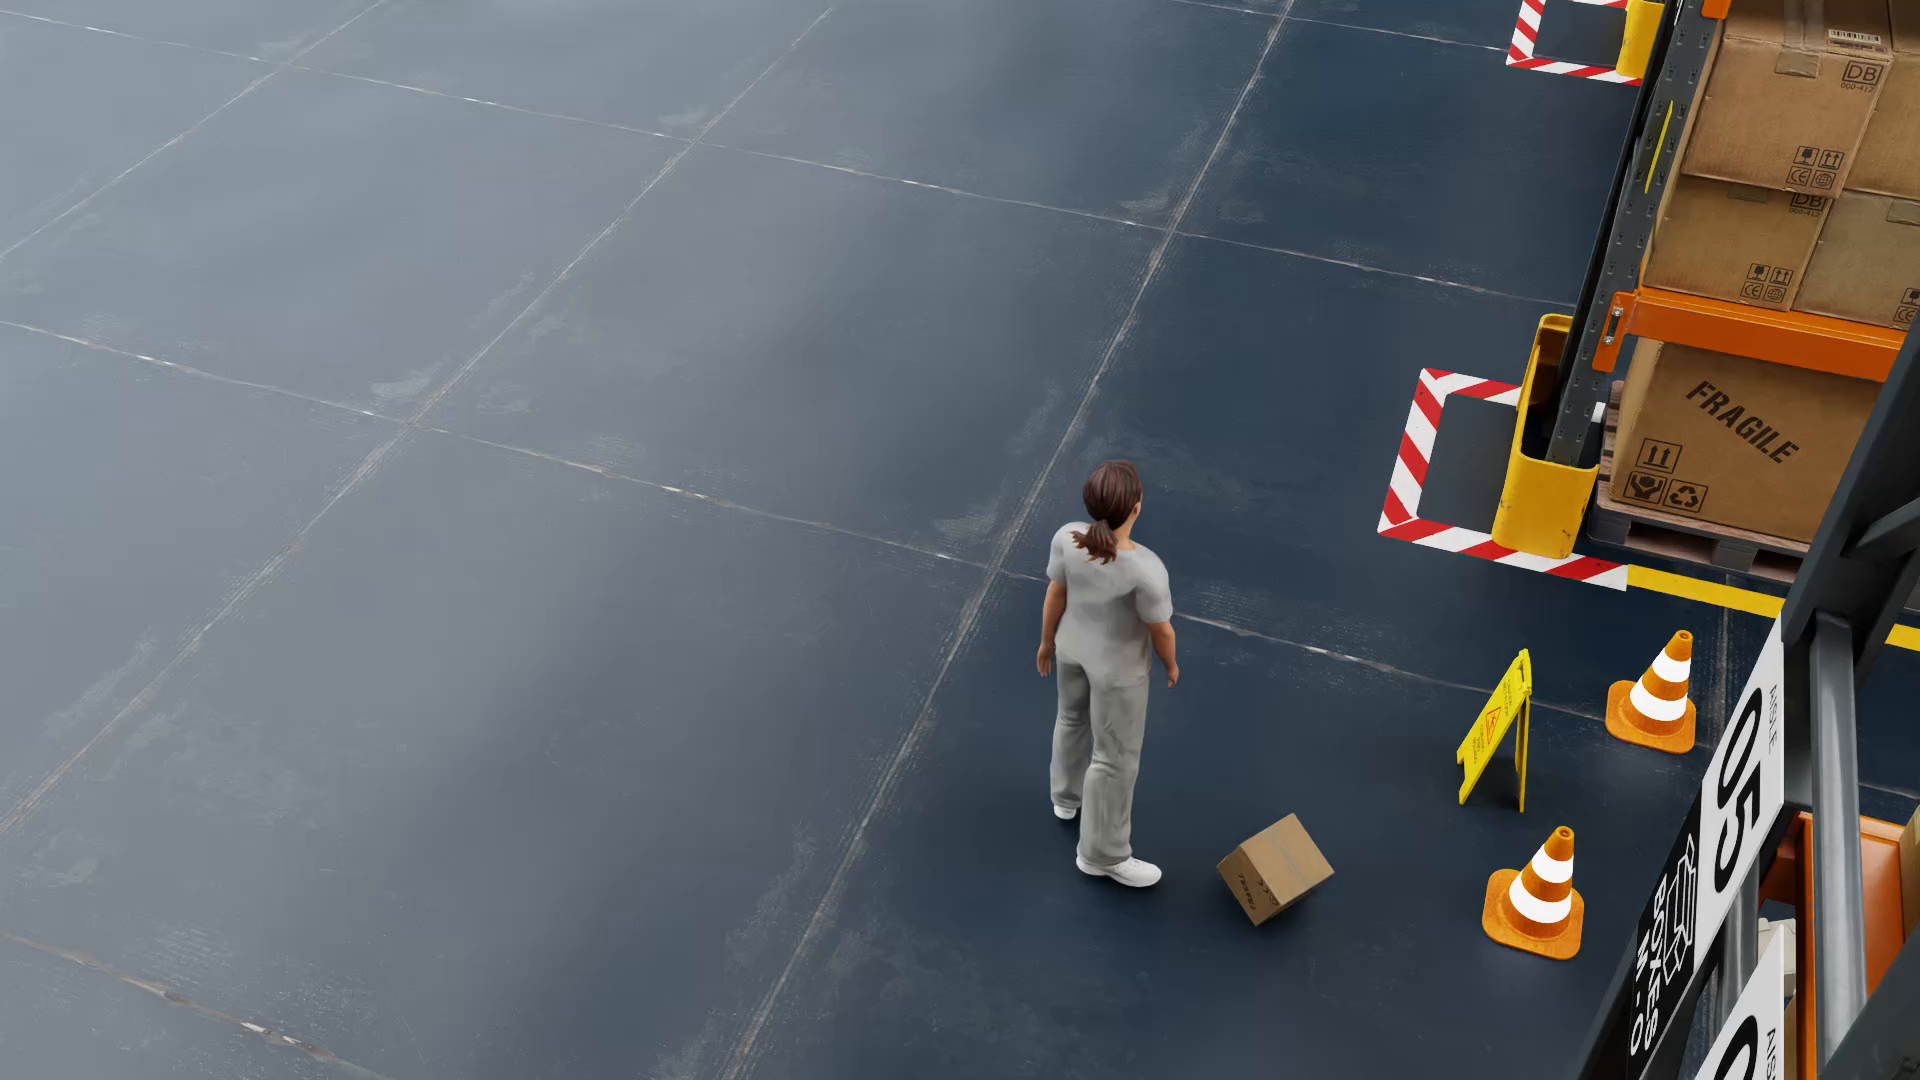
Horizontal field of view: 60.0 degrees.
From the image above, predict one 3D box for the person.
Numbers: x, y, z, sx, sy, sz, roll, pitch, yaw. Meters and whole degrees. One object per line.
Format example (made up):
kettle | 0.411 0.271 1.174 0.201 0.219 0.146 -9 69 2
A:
person | 0.525 0.461 5.635 0.625 1.675 0.445 31 50 30
